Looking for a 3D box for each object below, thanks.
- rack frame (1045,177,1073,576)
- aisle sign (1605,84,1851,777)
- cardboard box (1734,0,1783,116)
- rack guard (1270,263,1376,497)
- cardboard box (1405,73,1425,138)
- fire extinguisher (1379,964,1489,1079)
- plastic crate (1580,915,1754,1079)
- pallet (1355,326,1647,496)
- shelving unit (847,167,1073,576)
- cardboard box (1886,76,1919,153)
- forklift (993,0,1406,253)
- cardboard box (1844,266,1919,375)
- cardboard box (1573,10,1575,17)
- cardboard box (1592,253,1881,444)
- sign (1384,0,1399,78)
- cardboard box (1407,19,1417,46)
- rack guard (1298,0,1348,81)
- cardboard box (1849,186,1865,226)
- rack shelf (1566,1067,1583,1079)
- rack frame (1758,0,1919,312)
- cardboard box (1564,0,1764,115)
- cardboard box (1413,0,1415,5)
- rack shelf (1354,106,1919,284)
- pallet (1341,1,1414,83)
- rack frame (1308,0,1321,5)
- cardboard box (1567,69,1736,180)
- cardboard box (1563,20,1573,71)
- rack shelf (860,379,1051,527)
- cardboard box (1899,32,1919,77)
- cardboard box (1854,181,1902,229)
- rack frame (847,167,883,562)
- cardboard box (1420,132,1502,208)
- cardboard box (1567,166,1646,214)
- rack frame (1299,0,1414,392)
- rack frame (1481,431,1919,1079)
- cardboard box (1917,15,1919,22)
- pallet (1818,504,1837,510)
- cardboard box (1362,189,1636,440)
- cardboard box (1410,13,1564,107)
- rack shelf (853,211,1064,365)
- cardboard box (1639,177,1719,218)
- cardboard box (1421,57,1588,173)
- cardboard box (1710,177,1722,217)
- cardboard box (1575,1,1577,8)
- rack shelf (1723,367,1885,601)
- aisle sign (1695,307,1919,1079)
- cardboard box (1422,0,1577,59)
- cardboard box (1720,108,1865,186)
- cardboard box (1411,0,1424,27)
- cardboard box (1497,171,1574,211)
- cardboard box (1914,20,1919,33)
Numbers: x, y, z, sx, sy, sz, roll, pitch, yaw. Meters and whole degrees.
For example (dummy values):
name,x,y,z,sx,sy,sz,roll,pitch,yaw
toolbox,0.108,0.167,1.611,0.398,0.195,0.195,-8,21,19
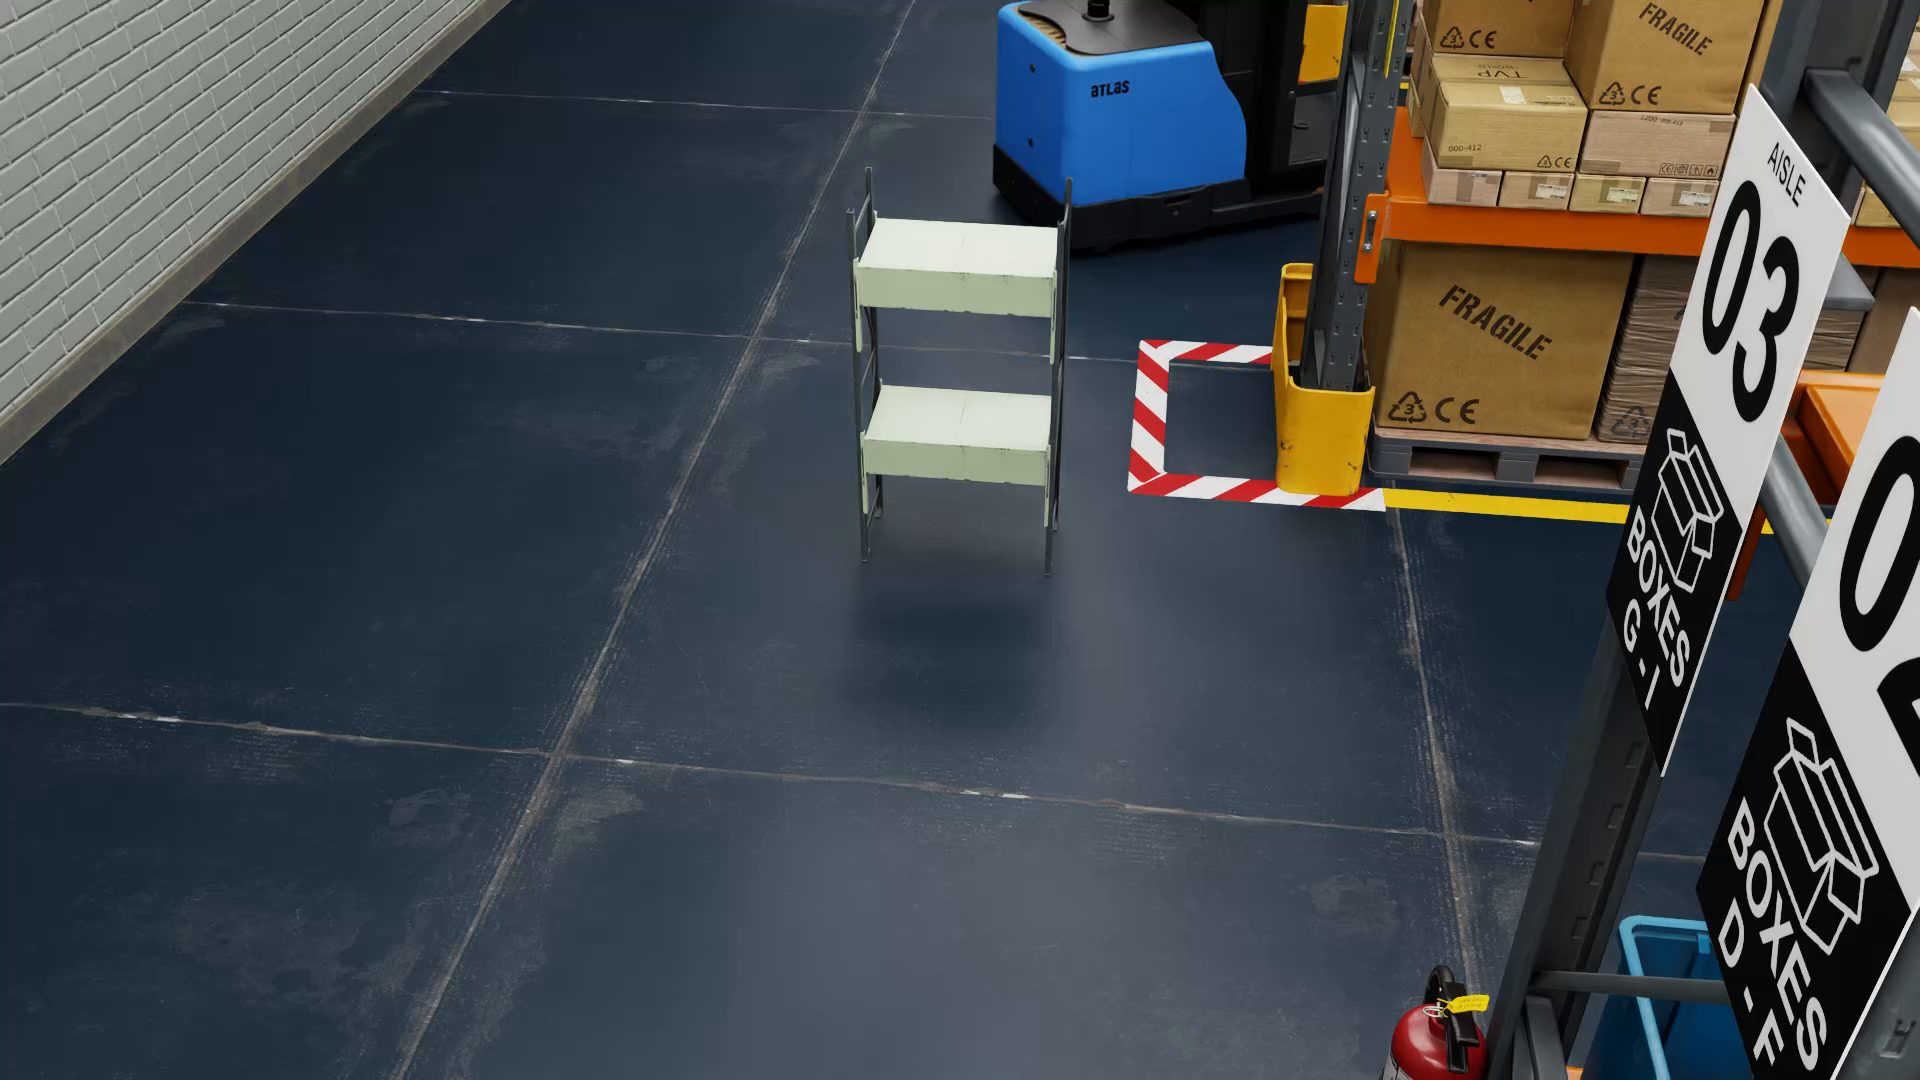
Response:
name,x,y,z,sx,sy,sz,roll,pitch,yaw
rack frame,0.370,-0.583,6.276,0.023,1.500,0.400,4,36,6
aisle sign,0.943,-0.124,2.104,0.004,0.787,0.394,4,36,6
cardboard box,3.060,-1.848,5.985,0.500,0.500,0.500,3,36,5
rack guard,1.584,-0.730,7.343,0.348,0.500,1.175,4,36,6
cardboard box,2.003,-1.807,6.916,0.250,0.149,0.380,5,36,7
fire extinguisher,0.885,1.018,3.129,0.183,0.674,0.296,4,36,6
plastic crate,1.333,0.986,2.704,0.499,0.435,0.616,4,36,6
pallet,2.411,-0.597,7.405,1.213,0.211,1.003,4,36,6
shelving unit,0.007,-0.610,6.314,0.755,1.500,0.431,4,36,6
cardboard box,3.582,-1.505,6.150,0.500,0.250,0.500,4,36,5
forklift,1.756,-3.258,8.792,3.031,2.935,1.130,-13,38,-18
cardboard box,4.038,-0.918,6.921,0.875,0.875,0.875,4,36,6
cardboard box,3.861,-3.475,10.873,0.250,0.149,0.380,3,36,4
cardboard box,3.156,-0.984,7.013,0.875,0.875,0.875,4,36,6
sign,1.531,-1.811,5.892,0.005,0.325,0.100,4,36,6
cardboard box,3.089,-3.412,11.041,0.250,0.149,0.380,4,36,6
rack guard,2.415,-3.573,11.326,0.348,0.500,1.175,4,36,6
cardboard box,3.194,-1.334,6.253,0.250,0.149,0.380,4,36,5
rack shelf,2.961,1.549,2.617,4.000,0.370,1.077,4,36,6
rack frame,0.977,-1.334,0.873,0.127,3.000,1.000,4,36,6
cardboard box,2.546,-1.883,6.034,0.500,0.500,0.500,3,36,5
cardboard box,2.816,-3.615,10.813,0.250,0.149,0.380,3,36,4
rack shelf,3.592,-1.305,6.616,4.000,0.370,1.077,4,36,6
pallet,3.217,-3.375,11.298,1.213,0.211,1.003,4,36,6
rack frame,2.340,-4.596,10.608,0.127,3.000,1.000,4,36,6
cardboard box,2.566,-1.580,6.255,0.500,0.250,0.500,4,36,5
cardboard box,2.626,-1.885,6.682,0.500,0.250,0.500,4,36,5
rack shelf,0.007,-0.345,6.503,0.720,0.370,0.431,4,36,6
cardboard box,3.648,-1.812,6.579,0.500,0.250,0.500,4,36,6
cardboard box,3.444,-1.314,6.226,0.250,0.149,0.380,3,36,5
rack frame,-0.356,-0.637,6.352,0.023,1.500,0.400,4,36,6
cardboard box,1.918,-1.427,6.384,0.250,0.149,0.380,5,36,6
cardboard box,2.427,-1.390,6.332,0.250,0.149,0.380,3,36,5
rack frame,1.608,-1.746,6.614,0.127,3.000,1.000,4,36,6
rack frame,0.977,1.108,2.616,0.127,3.000,1.000,4,36,6
cardboard box,5.921,-3.429,10.554,0.250,0.149,0.380,5,36,7
pallet,3.618,-0.505,7.276,1.213,0.211,1.003,4,36,6
cardboard box,2.253,-1.051,7.108,0.875,0.875,0.875,4,36,6
cardboard box,2.123,-1.923,6.735,0.500,0.250,0.500,4,36,5
rack shelf,0.007,-0.928,6.087,0.720,0.370,0.431,4,36,6
cardboard box,2.686,-1.372,6.306,0.250,0.149,0.380,4,36,5
cardboard box,2.050,-1.615,6.304,0.500,0.250,0.500,3,36,5
cardboard box,2.938,-1.352,6.279,0.250,0.149,0.380,4,36,5
cardboard box,3.869,-3.574,10.757,0.250,0.149,0.380,6,36,8
rack shelf,2.961,0.328,1.746,4.000,0.370,1.077,4,36,6
aisle sign,0.868,0.216,1.628,0.004,0.787,0.394,4,36,6
cardboard box,2.125,-2.227,6.515,0.500,0.500,0.500,5,36,7
cardboard box,3.064,-1.541,6.200,0.500,0.250,0.500,3,36,4
cardboard box,3.091,-3.489,10.892,0.250,0.149,0.380,4,36,6
cardboard box,2.173,-1.409,6.359,0.250,0.149,0.380,4,36,5
cardboard box,5.955,-3.272,10.589,0.250,0.149,0.380,5,36,7
